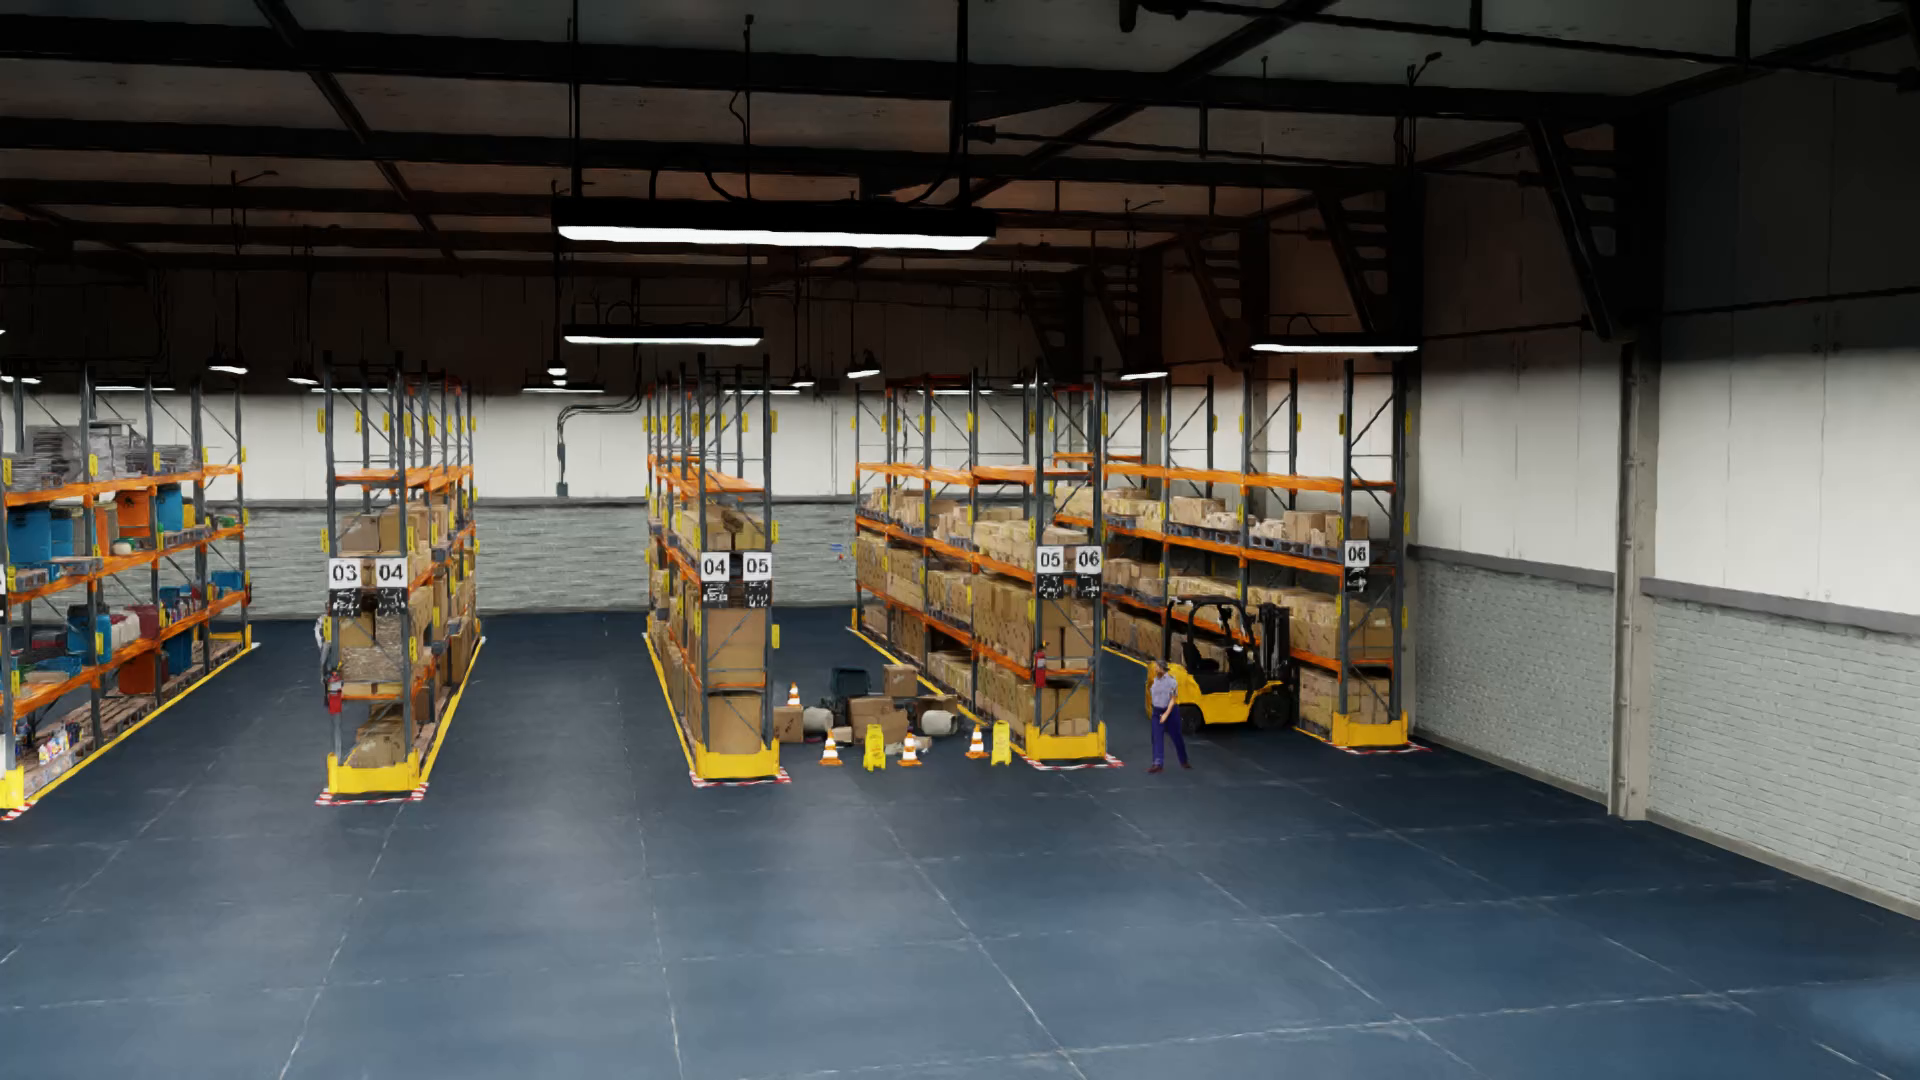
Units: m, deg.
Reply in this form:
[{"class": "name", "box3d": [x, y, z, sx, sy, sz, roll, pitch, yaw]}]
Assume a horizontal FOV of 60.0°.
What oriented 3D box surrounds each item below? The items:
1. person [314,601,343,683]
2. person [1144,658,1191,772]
[{"class": "person", "box3d": [-12.102, 1.971, 32.059, 0.550, 1.620, 0.506, -1, 4, -15]}, {"class": "person", "box3d": [2.998, 2.534, 24.010, 0.673, 1.602, 0.518, -3, 5, -40]}]
